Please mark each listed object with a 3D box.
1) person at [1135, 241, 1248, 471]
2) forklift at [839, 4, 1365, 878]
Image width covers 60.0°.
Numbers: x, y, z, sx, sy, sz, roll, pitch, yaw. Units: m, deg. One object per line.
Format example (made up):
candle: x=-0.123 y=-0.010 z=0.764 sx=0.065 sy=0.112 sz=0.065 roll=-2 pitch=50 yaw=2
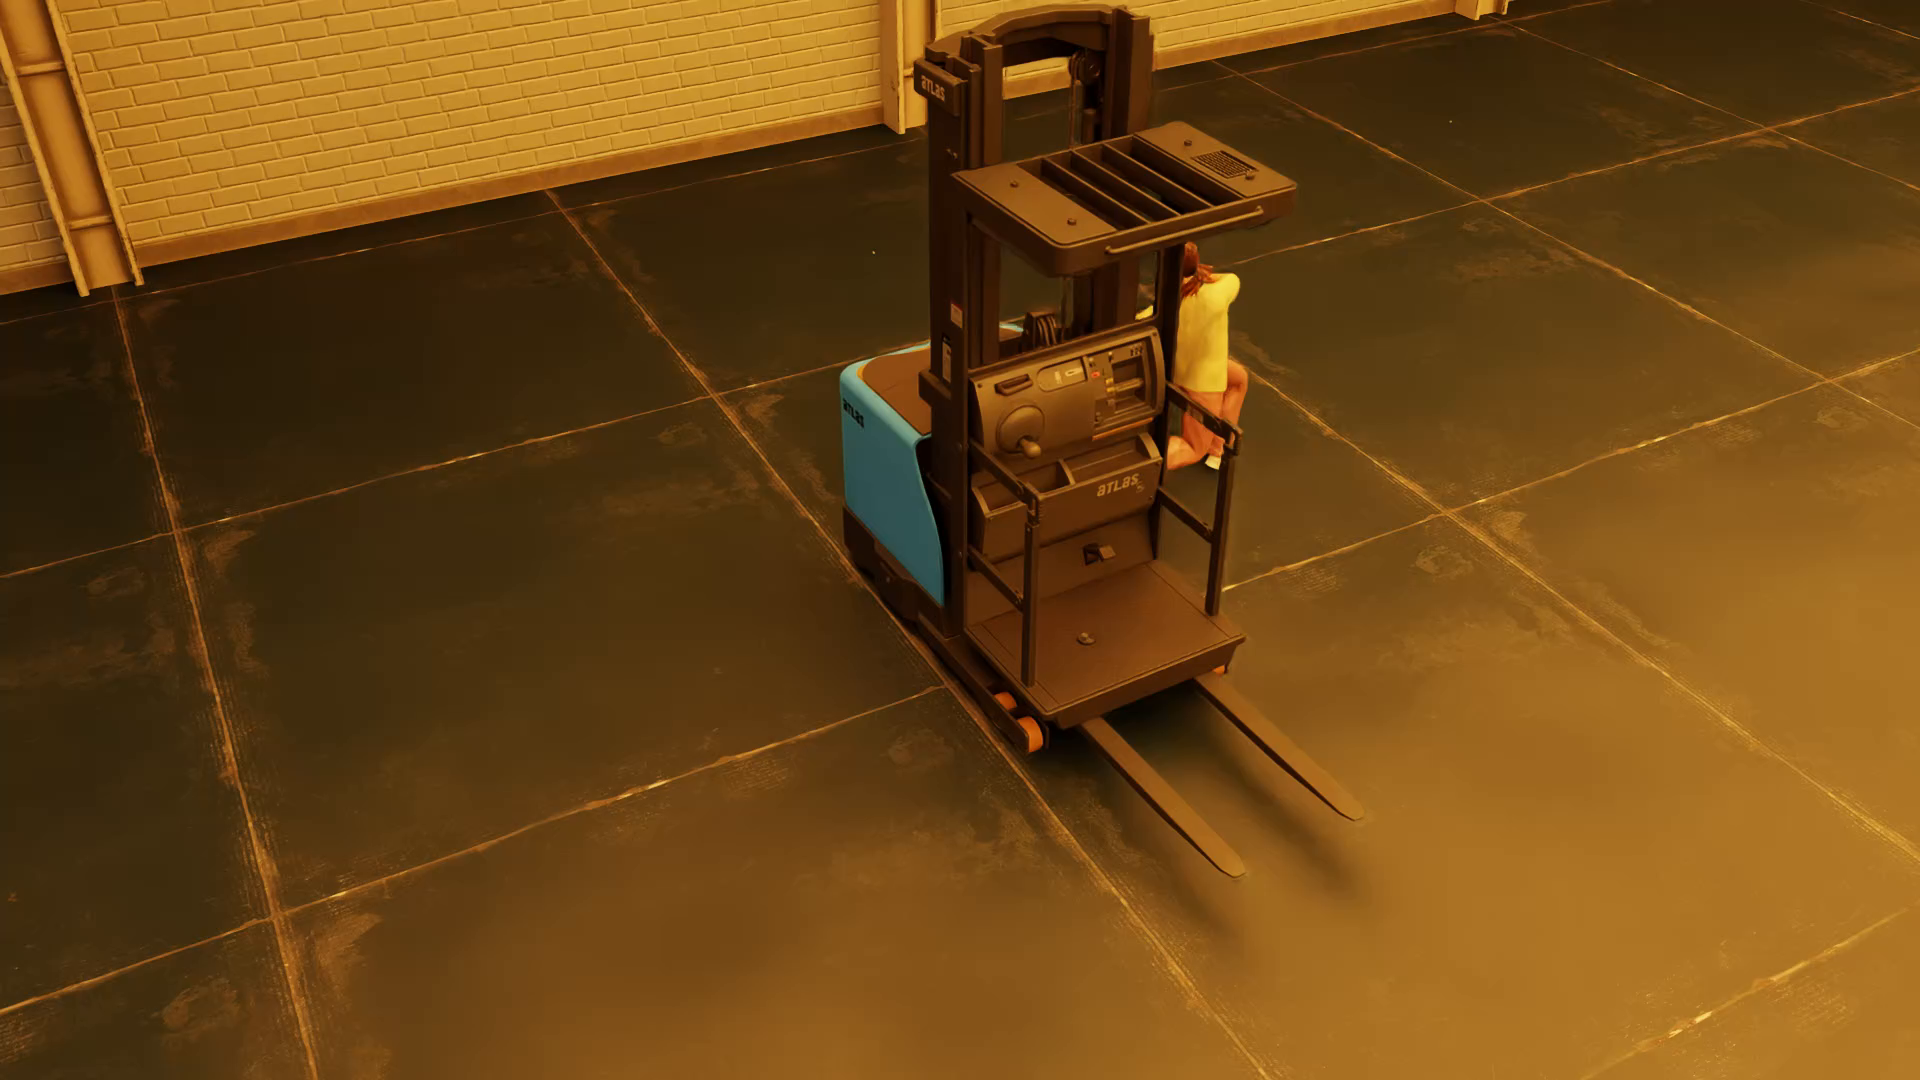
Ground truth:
person: x=1.124 y=-0.937 z=8.817 sx=0.943 sy=1.448 sz=0.652 roll=-29 pitch=45 yaw=-35
forklift: x=0.583 y=-0.560 z=6.916 sx=1.130 sy=2.935 sz=3.031 roll=-19 pitch=39 yaw=-24
